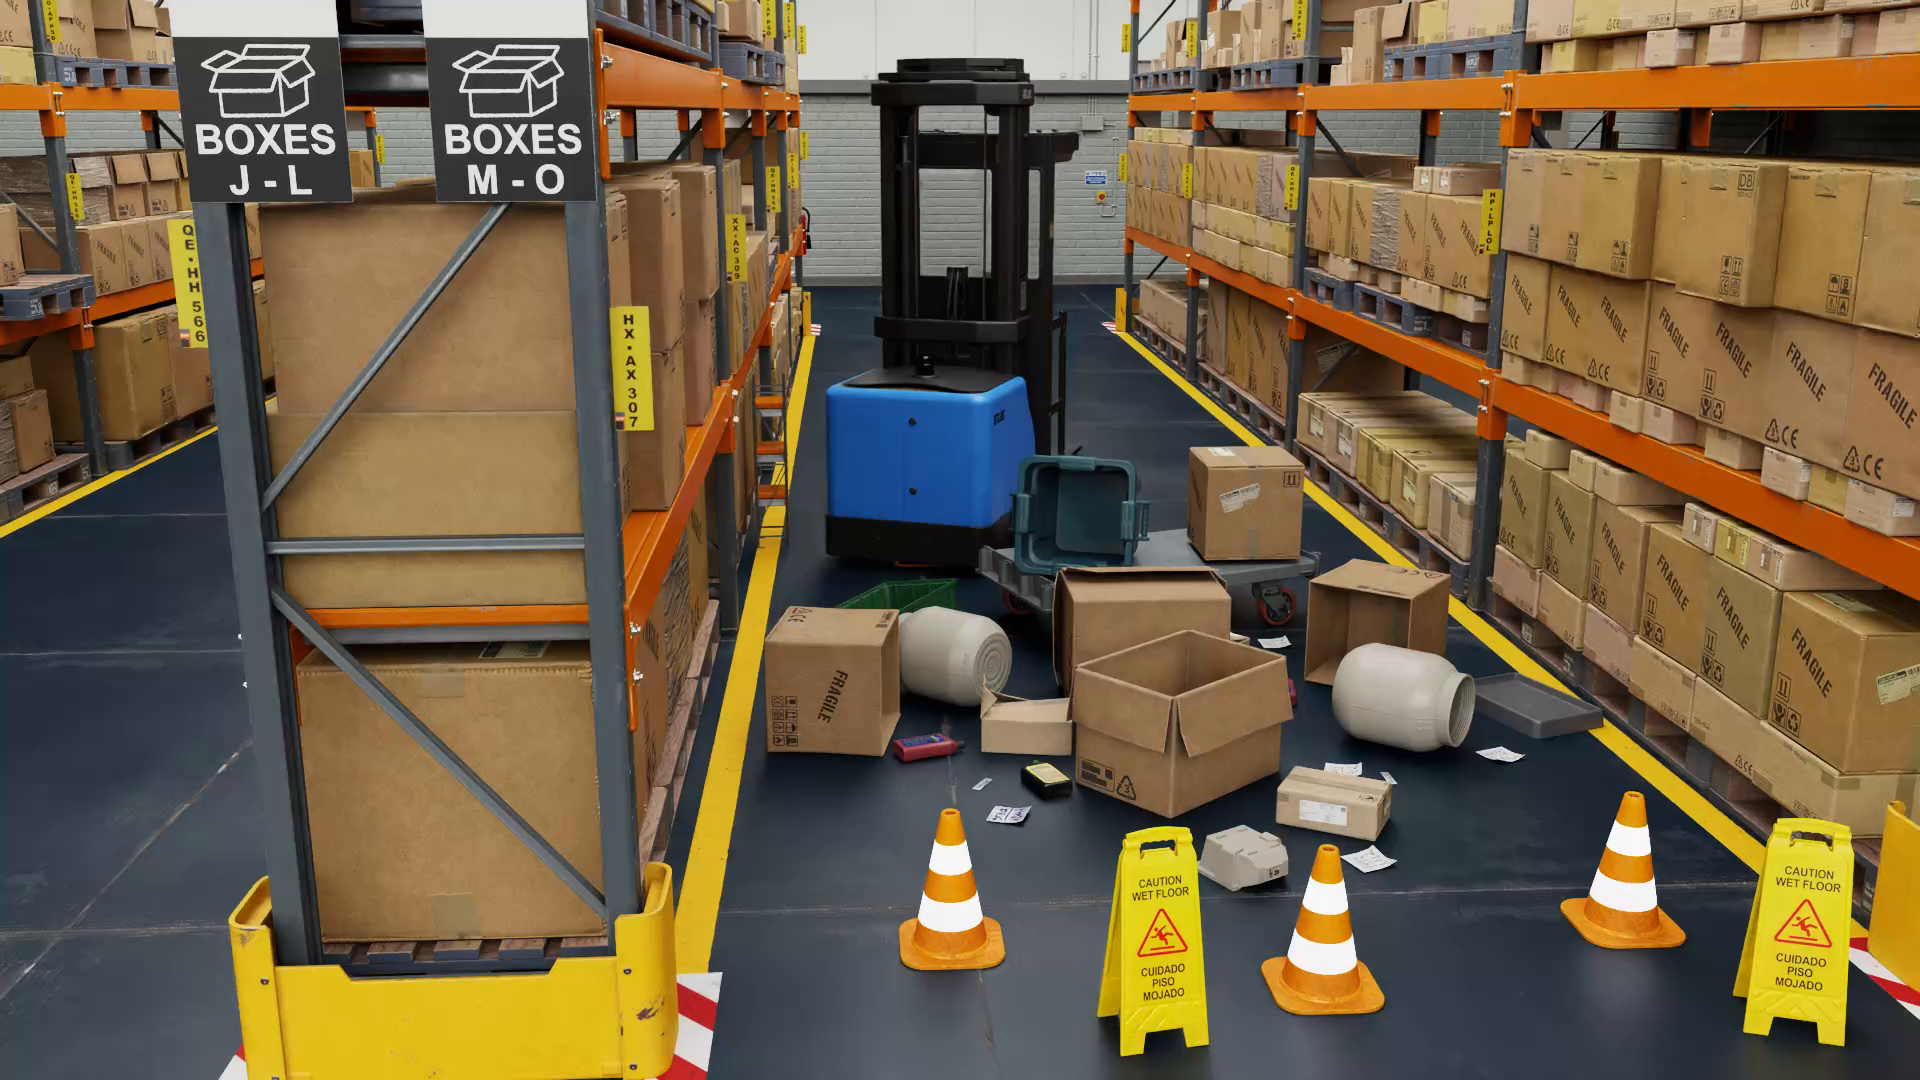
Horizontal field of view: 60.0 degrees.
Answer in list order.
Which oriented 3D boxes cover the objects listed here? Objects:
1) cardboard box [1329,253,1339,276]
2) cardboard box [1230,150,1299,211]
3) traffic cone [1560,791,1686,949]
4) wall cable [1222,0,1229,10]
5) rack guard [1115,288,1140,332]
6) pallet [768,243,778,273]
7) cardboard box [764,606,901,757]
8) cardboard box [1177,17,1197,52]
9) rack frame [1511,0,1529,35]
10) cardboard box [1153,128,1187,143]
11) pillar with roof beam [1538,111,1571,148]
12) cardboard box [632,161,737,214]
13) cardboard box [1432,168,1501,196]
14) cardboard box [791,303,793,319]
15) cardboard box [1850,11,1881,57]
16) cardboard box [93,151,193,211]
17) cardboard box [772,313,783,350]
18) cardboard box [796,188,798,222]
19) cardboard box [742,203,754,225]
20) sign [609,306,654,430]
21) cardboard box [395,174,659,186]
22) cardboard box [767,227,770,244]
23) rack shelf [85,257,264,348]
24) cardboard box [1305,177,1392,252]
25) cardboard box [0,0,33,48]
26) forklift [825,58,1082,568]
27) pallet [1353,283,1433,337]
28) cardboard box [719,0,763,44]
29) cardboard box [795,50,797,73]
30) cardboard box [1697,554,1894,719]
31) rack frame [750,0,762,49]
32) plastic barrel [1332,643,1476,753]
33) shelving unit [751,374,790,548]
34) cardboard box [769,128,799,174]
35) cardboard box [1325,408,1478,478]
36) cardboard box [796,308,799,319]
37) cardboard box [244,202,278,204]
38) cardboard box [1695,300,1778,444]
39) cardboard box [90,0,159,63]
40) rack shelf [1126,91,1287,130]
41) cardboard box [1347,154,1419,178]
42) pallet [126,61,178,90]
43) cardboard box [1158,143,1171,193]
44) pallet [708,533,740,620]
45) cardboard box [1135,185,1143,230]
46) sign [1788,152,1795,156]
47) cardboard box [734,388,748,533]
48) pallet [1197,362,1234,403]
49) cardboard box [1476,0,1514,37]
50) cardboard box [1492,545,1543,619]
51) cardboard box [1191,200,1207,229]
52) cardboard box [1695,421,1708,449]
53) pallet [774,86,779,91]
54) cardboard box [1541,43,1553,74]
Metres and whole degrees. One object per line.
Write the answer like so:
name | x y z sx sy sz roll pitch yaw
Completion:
cardboard box | 2.815 -1.933 11.680 0.380 0.149 0.250 -2 15 -7
cardboard box | 2.645 -3.109 14.381 0.500 0.500 0.500 -1 14 -4
traffic cone | 2.207 1.057 5.490 0.336 0.463 0.334 -1 14 -3
wall cable | 5.430 -8.442 25.204 2.988 3.039 0.133 -1 14 -3
rack guard | 2.529 -2.859 20.636 1.175 0.500 0.348 -1 14 -3
pallet | -2.072 -2.372 14.109 1.003 0.211 1.213 -1 14 -3
cardboard box | -0.540 0.602 7.180 0.500 0.500 0.500 2 15 6
cardboard box | 2.662 -5.158 17.285 0.797 0.503 0.637 0 14 1
rack frame | 3.274 -3.985 7.955 1.000 3.000 0.127 -1 14 -3
cardboard box | 2.330 -4.432 18.222 0.380 0.149 0.250 -1 14 -5
pillar with roof beam | 3.920 -7.665 22.257 9.100 9.000 0.400 -1 14 -3
cardboard box | -1.858 -2.268 11.113 0.700 0.500 0.500 -1 14 -4
cardboard box | 2.964 -2.072 9.617 0.380 0.149 0.250 -1 14 -5
cardboard box | -1.967 -2.428 17.627 0.380 0.149 0.250 -1 14 -2
cardboard box | 3.241 -1.692 5.568 0.380 0.149 0.250 -1 14 -3
cardboard box | -7.034 -3.121 14.422 0.797 0.503 0.637 -1 14 -3
cardboard box | -1.759 -1.753 13.990 0.500 0.250 0.500 -1 14 -3
cardboard box | -2.031 -3.669 17.968 0.500 0.500 0.500 0 14 -1
cardboard box | -1.744 -2.462 12.541 0.380 0.149 0.250 -1 14 -3
sign | -0.858 -0.448 4.351 0.100 0.325 0.005 -1 14 -3
cardboard box | -1.585 -1.078 6.229 0.875 0.550 0.500 -1 14 -3
cardboard box | -1.850 -2.630 14.388 0.380 0.149 0.250 0 14 -1
rack shelf | -6.989 -2.070 13.997 1.077 0.370 4.000 -1 14 -3
cardboard box | 2.823 -2.355 12.018 0.500 0.500 0.500 -1 14 -5
cardboard box | -6.586 -3.550 11.079 0.500 0.500 0.500 -1 14 -2
forklift | 0.127 -1.581 10.789 1.130 2.935 3.031 5 15 17
pallet | 3.189 -1.490 10.681 1.003 0.211 1.213 -1 14 -3
cardboard box | -1.544 -3.379 10.754 0.500 0.311 0.500 -1 14 -3
cardboard box | -2.121 -5.474 19.059 0.500 0.250 0.500 -1 14 -5
cardboard box | 3.176 0.355 6.296 0.500 0.500 0.500 0 14 -1
rack frame | -1.908 -4.878 11.426 1.000 3.000 0.127 -1 14 -3
plastic barrel | 1.883 0.673 7.062 0.512 0.421 0.421 10 18 35
shelving unit | -1.174 -0.491 10.326 0.215 1.050 0.252 -2 15 -6
cardboard box | -2.055 -4.274 18.313 0.500 0.500 0.500 0 14 -1
cardboard box | 3.105 -0.681 11.584 0.950 0.372 0.625 -1 14 -5
cardboard box | -2.007 -2.544 18.677 0.380 0.149 0.250 -1 14 -3
cardboard box | -6.887 -3.474 16.207 0.500 0.500 0.500 -1 14 -3
cardboard box | 3.159 -0.657 6.262 0.500 0.500 0.500 -1 14 -4
cardboard box | -7.013 -4.135 13.508 0.797 0.503 0.637 -1 14 -4
rack shelf | 2.654 -4.671 18.084 1.077 0.370 4.000 -1 14 -3
cardboard box | 3.239 -2.733 12.923 0.500 0.500 0.500 -1 14 -5
pallet | -7.030 -3.720 13.324 1.003 0.211 1.213 0 14 -1
cardboard box | 2.409 -3.968 17.720 0.500 0.500 0.500 -1 14 -3
pallet | -1.783 0.182 9.396 1.003 0.211 1.213 -1 14 -3
cardboard box | 2.333 -3.863 19.320 0.500 0.500 0.500 -1 14 -4
sign | 8.286 -3.717 16.629 0.100 0.325 0.005 -1 14 -3
cardboard box | -1.845 -0.485 10.063 1.050 0.750 0.750 -1 14 -3
pallet | 2.901 -1.528 16.041 1.003 0.211 1.213 -1 14 -3
cardboard box | 3.093 -2.806 8.851 0.500 0.250 0.500 -1 14 -5
cardboard box | 3.041 0.200 8.406 0.500 0.250 0.500 -2 15 -6
cardboard box | 2.524 -3.125 15.949 0.500 0.250 0.500 -1 14 -5
cardboard box | 3.210 -0.433 6.694 0.380 0.149 0.250 -1 14 -3
pallet | -2.157 -3.916 14.084 1.213 0.211 1.003 -1 14 -3
cardboard box | 3.046 -2.328 8.040 0.380 0.149 0.250 -1 14 -4
